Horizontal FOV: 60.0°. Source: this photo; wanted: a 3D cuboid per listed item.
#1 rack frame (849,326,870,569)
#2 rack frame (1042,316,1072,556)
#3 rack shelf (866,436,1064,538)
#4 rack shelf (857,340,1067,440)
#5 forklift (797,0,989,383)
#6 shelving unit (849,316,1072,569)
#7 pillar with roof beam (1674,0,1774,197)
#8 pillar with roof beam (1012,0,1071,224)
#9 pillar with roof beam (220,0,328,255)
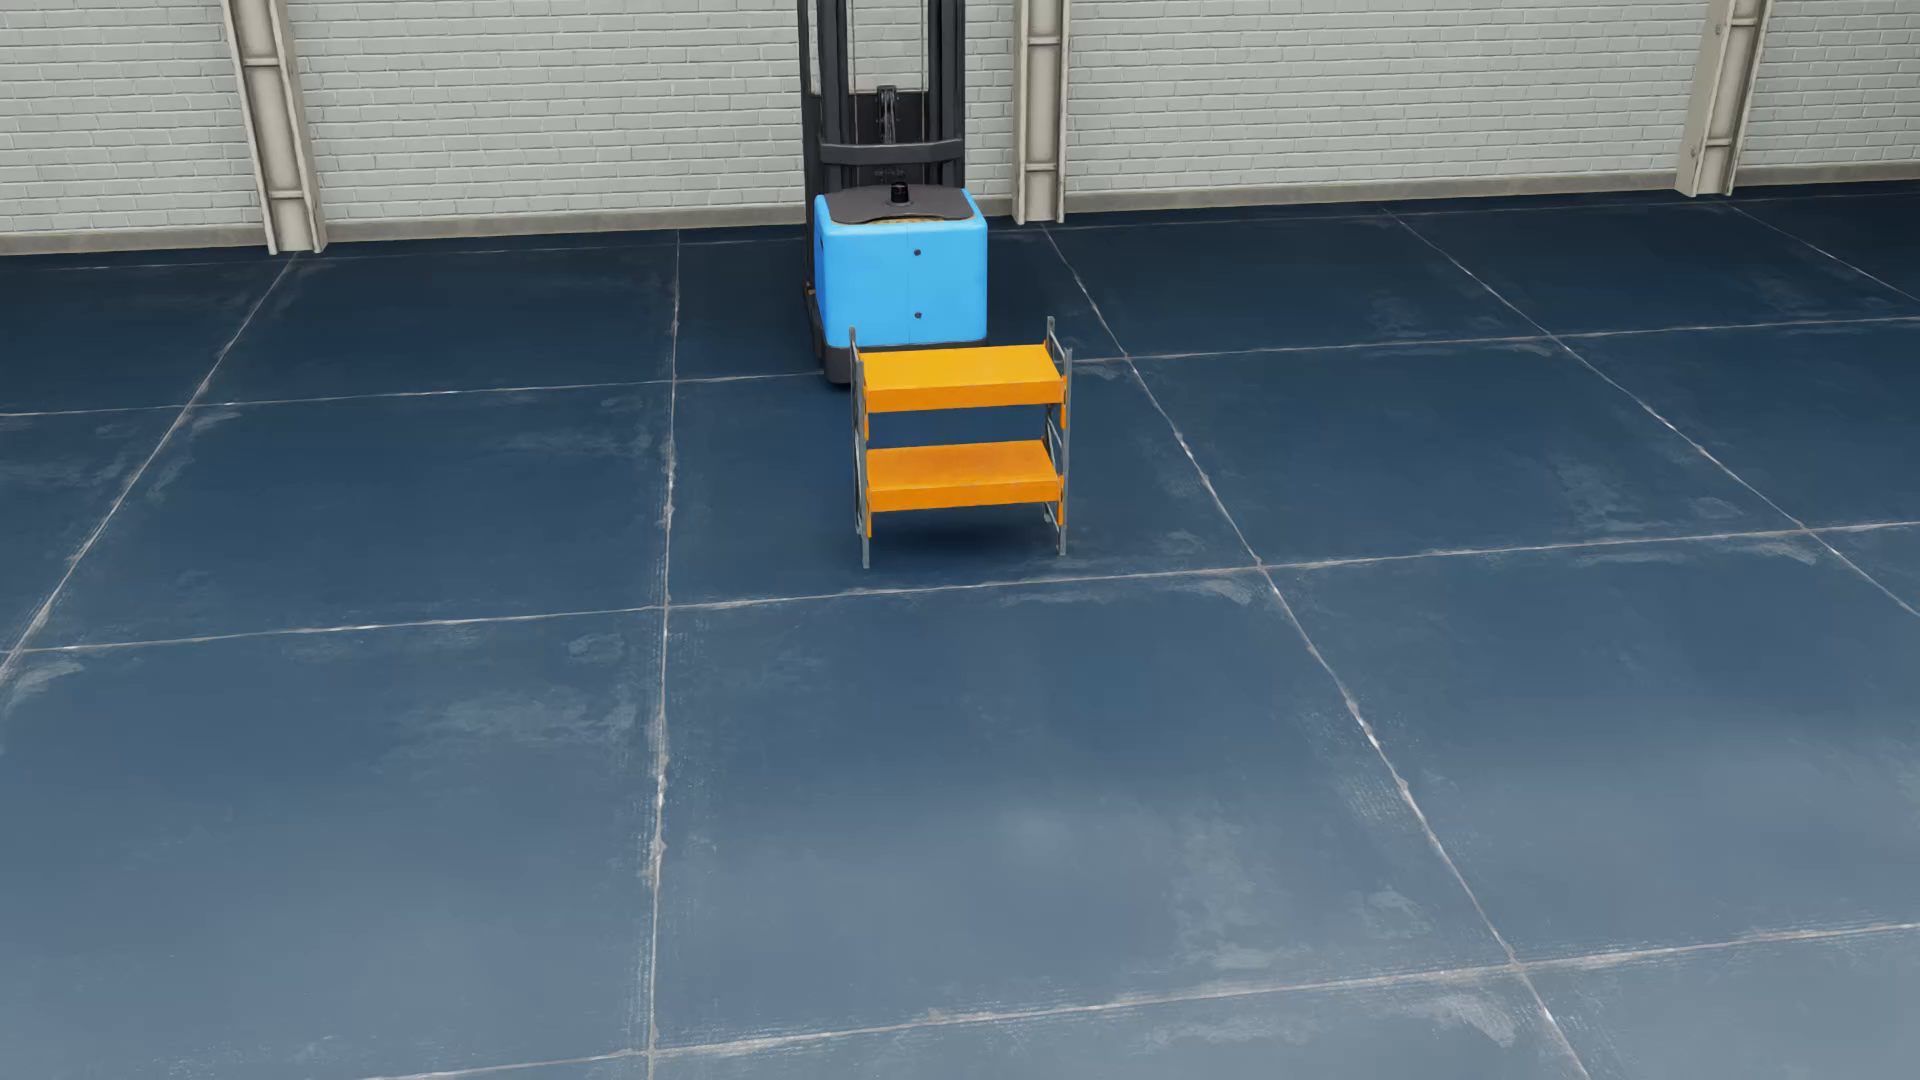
[{"bbox_3d":[-0.510,-0.468,8.429,0.032,1.125,0.500,-4,27,-7],"label":"rack frame"},{"bbox_3d":[0.497,-0.532,8.555,0.032,1.125,0.500,-4,27,-7],"label":"rack frame"},{"bbox_3d":[-0.007,-0.282,8.604,1.000,0.278,0.538,-4,27,-7],"label":"rack shelf"},{"bbox_3d":[-0.007,-0.760,8.359,1.000,0.278,0.538,-4,27,-7],"label":"rack shelf"},{"bbox_3d":[-0.546,-2.943,11.274,1.130,2.935,3.031,-4,27,-8],"label":"forklift"},{"bbox_3d":[-0.007,-0.500,8.492,1.048,1.125,0.538,-4,27,-7],"label":"shelving unit"},{"bbox_3d":[7.198,-5.157,8.944,0.400,9.000,9.100,-4,27,-7],"label":"pillar with roof beam"},{"bbox_3d":[1.256,-4.776,8.200,0.400,9.000,9.100,-4,27,-7],"label":"pillar with roof beam"},{"bbox_3d":[-4.685,-4.394,7.456,0.400,9.000,9.100,-4,27,-7],"label":"pillar with roof beam"}]
